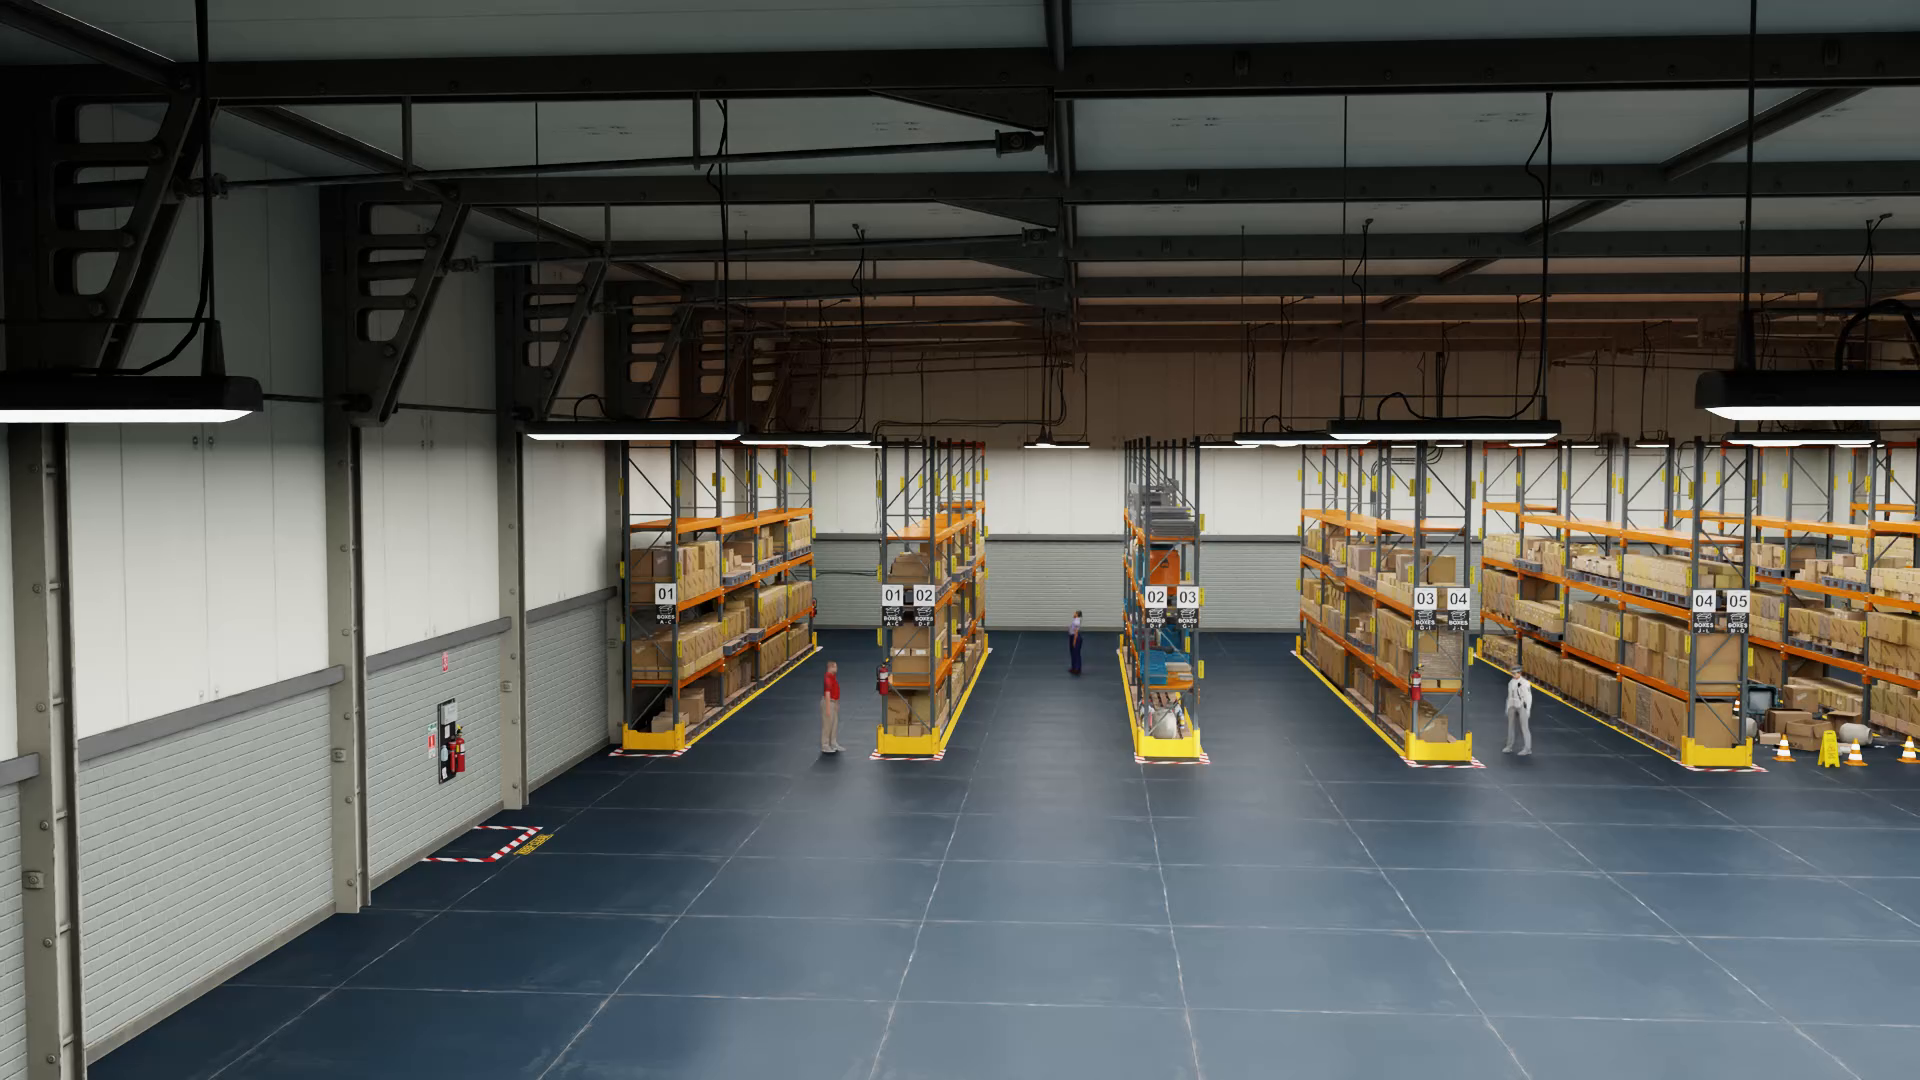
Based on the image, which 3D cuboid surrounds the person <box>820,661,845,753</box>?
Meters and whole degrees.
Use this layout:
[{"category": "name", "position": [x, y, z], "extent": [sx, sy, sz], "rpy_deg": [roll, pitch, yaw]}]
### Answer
[{"category": "person", "position": [-2.441, 3.174, 31.655], "extent": [0.447, 1.751, 0.582], "rpy_deg": [0, 3, 3]}]

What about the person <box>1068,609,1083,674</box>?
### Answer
[{"category": "person", "position": [2.974, 2.606, 42.916], "extent": [0.359, 1.647, 0.528], "rpy_deg": [0, 3, -8]}]

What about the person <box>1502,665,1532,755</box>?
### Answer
[{"category": "person", "position": [10.534, 3.204, 31.478], "extent": [0.389, 1.663, 0.533], "rpy_deg": [-2, 4, -34]}]
